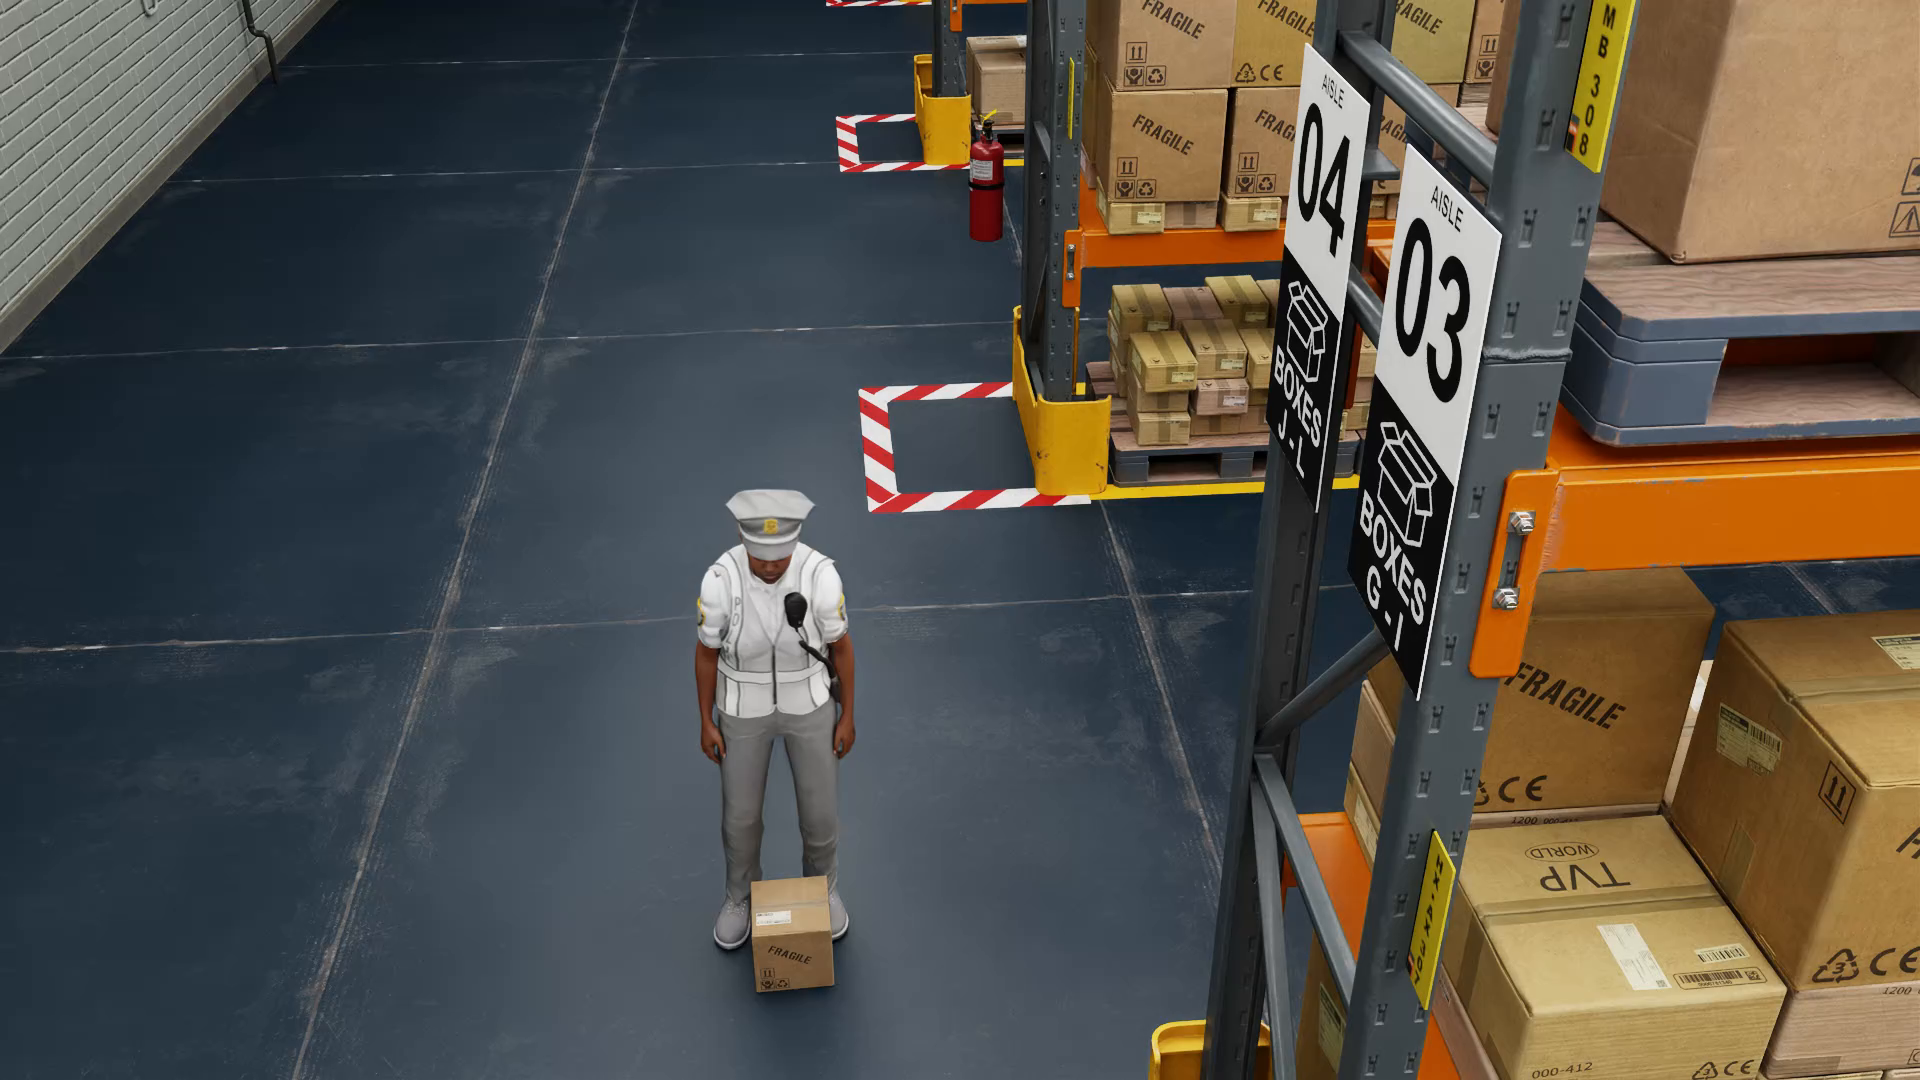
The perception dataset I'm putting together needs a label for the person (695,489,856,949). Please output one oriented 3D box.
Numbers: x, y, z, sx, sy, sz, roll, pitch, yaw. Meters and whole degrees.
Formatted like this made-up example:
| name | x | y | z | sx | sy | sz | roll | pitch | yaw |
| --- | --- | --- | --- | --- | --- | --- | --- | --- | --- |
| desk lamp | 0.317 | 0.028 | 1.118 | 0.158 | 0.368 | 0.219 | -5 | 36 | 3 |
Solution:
| name | x | y | z | sx | sy | sz | roll | pitch | yaw |
| --- | --- | --- | --- | --- | --- | --- | --- | --- | --- |
| person | -0.578 | 0.554 | 5.223 | 0.506 | 1.660 | 0.393 | -3 | 31 | -4 |
